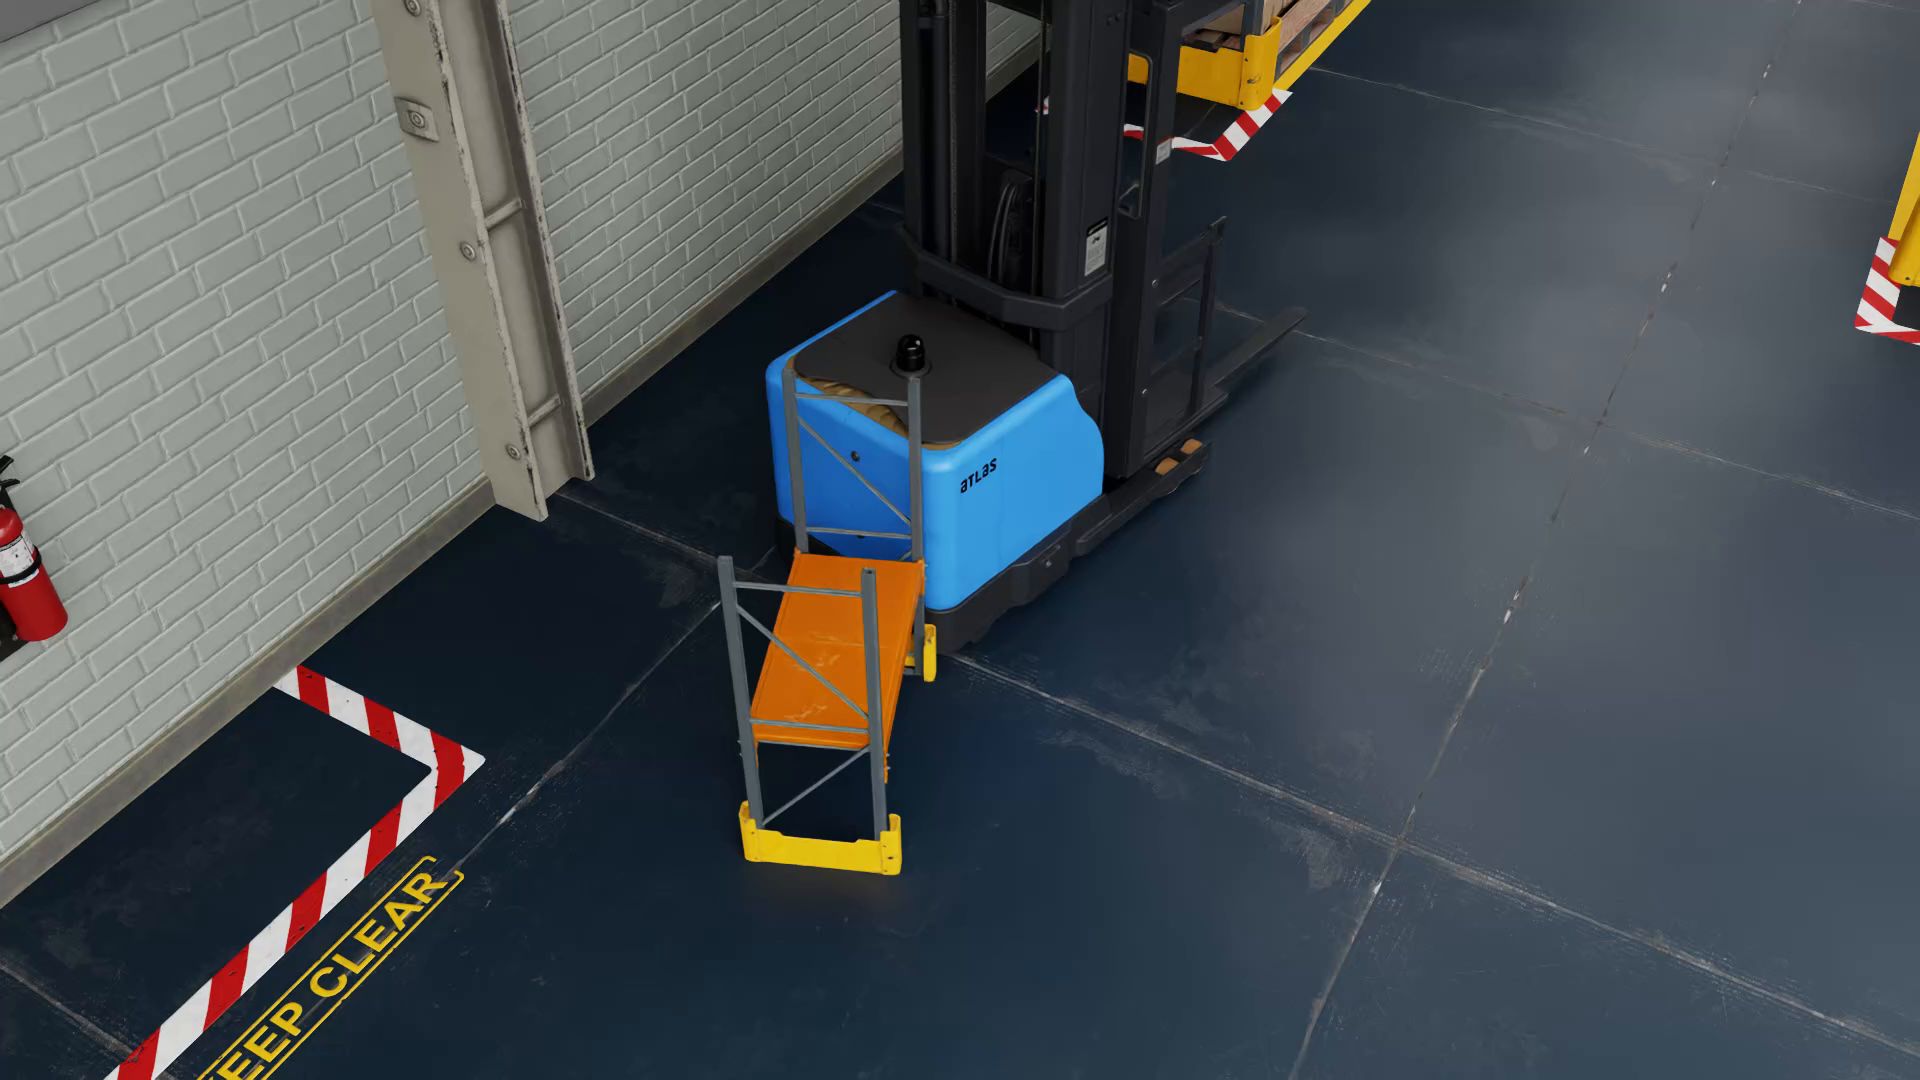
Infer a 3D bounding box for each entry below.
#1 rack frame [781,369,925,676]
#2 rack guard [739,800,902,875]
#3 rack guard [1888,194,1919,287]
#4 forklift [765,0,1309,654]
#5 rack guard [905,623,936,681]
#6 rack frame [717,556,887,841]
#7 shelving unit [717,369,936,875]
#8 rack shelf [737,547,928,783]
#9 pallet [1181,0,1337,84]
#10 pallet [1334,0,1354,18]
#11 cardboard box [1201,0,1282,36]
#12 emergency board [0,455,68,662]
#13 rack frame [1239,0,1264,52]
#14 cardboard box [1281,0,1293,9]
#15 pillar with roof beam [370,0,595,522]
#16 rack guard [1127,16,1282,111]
[{"bbox_3d":[-0.392,-0.026,6.460,0.500,1.500,0.032,5,42,5],"label":"rack frame"},{"bbox_3d":[-0.512,1.098,6.130,0.587,0.250,0.087,5,42,5],"label":"rack guard"},{"bbox_3d":[5.716,-1.531,8.926,1.175,0.500,0.348,21,45,22],"label":"rack guard"},{"bbox_3d":[0.545,-1.520,7.073,1.130,2.935,3.031,30,50,30],"label":"forklift"},{"bbox_3d":[-0.393,0.444,6.872,0.587,0.250,0.087,5,42,5],"label":"rack guard"},{"bbox_3d":[-0.514,0.641,5.702,0.500,1.500,0.032,5,42,5],"label":"rack frame"},{"bbox_3d":[-0.452,0.302,6.088,0.587,1.500,1.083,5,42,5],"label":"shelving unit"},{"bbox_3d":[-0.453,0.443,6.200,0.538,0.185,1.000,5,42,5],"label":"rack shelf"},{"bbox_3d":[1.912,-3.569,11.459,1.003,0.211,1.213,21,45,22],"label":"pallet"},{"bbox_3d":[2.524,-4.265,12.249,1.003,0.211,1.213,21,45,22],"label":"pallet"},{"bbox_3d":[1.861,-3.641,11.132,0.500,0.311,0.500,16,44,17],"label":"cardboard box"},{"bbox_3d":[-3.234,0.029,5.263,0.194,1.169,0.643,21,45,22],"label":"emergency board"},{"bbox_3d":[1.437,-4.119,9.973,1.000,3.000,0.127,21,45,22],"label":"rack frame"},{"bbox_3d":[2.147,-3.968,11.503,0.500,0.311,0.500,25,47,25],"label":"cardboard box"},{"bbox_3d":[1.763,-2.200,3.255,9.100,9.000,0.400,21,45,22],"label":"pillar with roof beam"},{"bbox_3d":[1.475,-3.225,10.849,1.175,0.500,0.348,21,45,22],"label":"rack guard"}]
